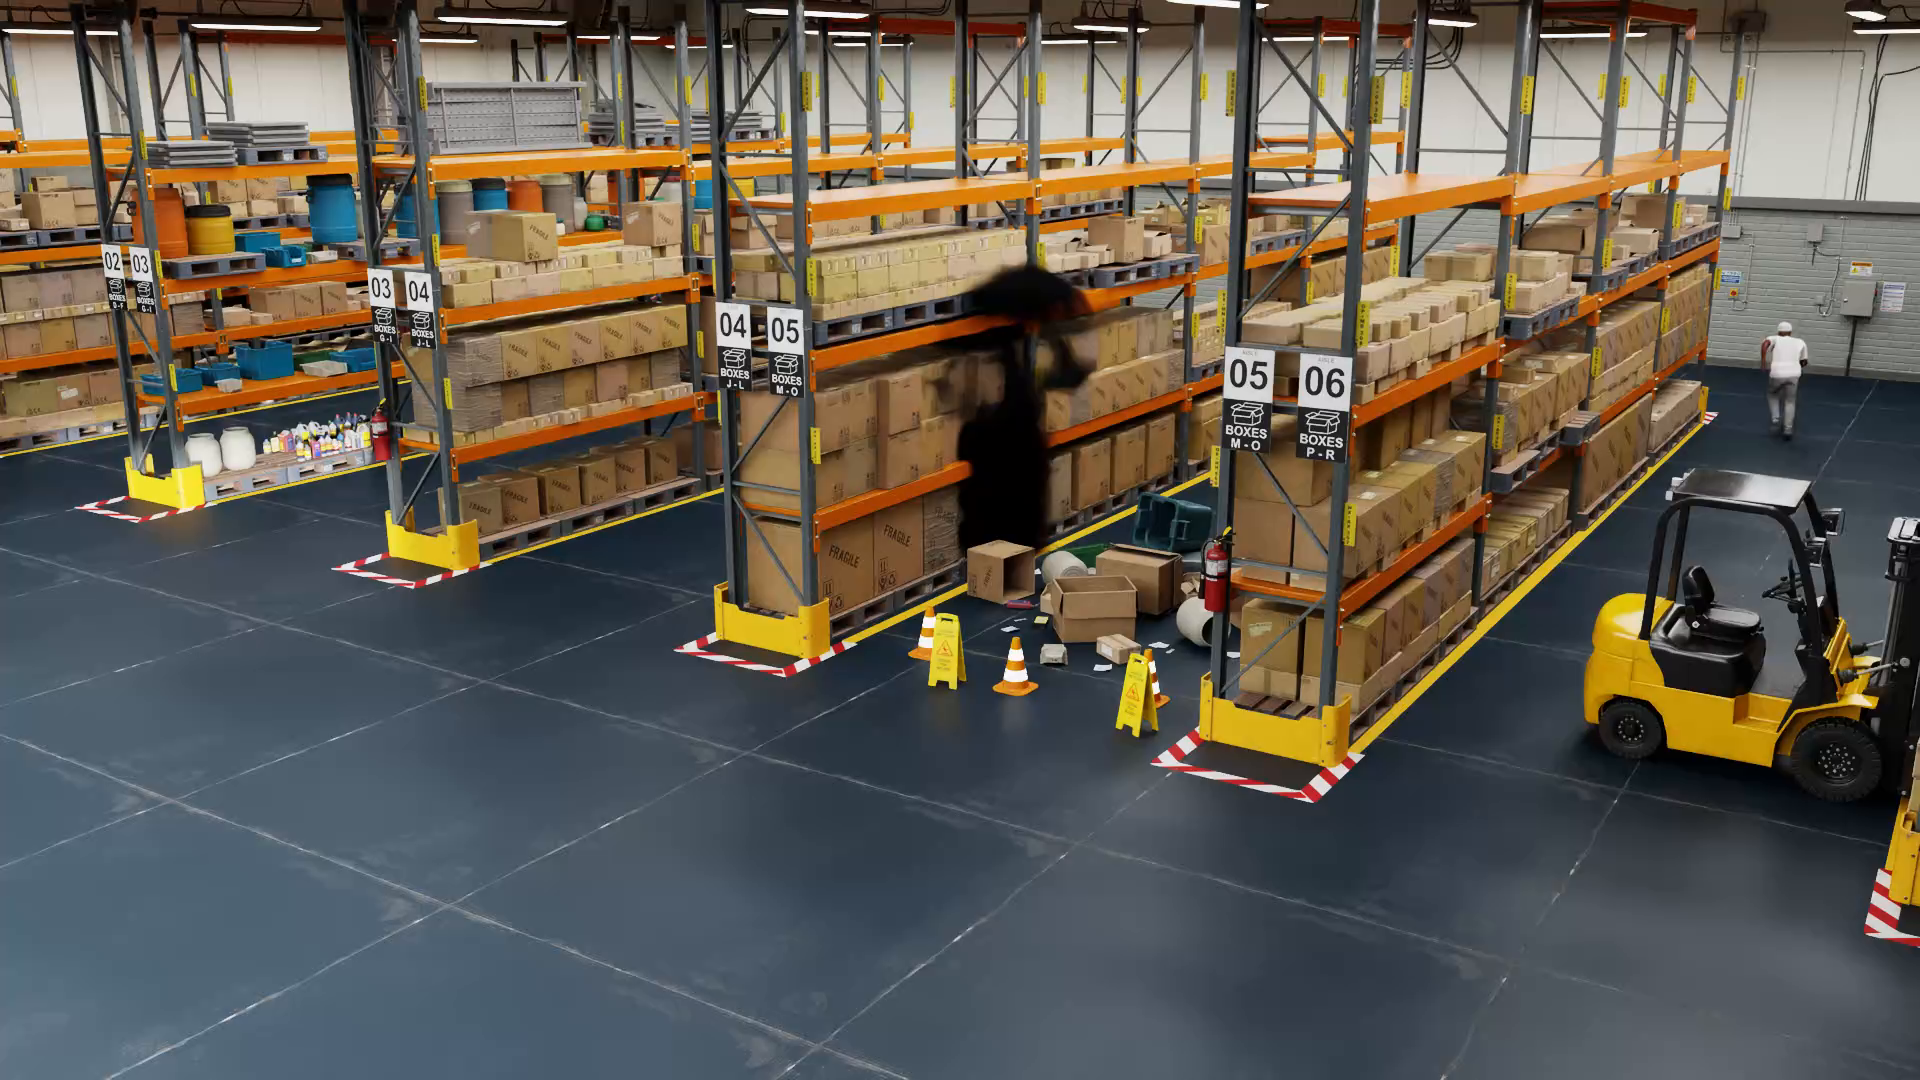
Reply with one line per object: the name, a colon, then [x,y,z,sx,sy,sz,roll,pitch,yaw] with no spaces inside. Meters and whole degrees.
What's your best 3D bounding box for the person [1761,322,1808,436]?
person: [12.239,-2.376,24.758,0.736,1.666,0.969,3,16,9]
